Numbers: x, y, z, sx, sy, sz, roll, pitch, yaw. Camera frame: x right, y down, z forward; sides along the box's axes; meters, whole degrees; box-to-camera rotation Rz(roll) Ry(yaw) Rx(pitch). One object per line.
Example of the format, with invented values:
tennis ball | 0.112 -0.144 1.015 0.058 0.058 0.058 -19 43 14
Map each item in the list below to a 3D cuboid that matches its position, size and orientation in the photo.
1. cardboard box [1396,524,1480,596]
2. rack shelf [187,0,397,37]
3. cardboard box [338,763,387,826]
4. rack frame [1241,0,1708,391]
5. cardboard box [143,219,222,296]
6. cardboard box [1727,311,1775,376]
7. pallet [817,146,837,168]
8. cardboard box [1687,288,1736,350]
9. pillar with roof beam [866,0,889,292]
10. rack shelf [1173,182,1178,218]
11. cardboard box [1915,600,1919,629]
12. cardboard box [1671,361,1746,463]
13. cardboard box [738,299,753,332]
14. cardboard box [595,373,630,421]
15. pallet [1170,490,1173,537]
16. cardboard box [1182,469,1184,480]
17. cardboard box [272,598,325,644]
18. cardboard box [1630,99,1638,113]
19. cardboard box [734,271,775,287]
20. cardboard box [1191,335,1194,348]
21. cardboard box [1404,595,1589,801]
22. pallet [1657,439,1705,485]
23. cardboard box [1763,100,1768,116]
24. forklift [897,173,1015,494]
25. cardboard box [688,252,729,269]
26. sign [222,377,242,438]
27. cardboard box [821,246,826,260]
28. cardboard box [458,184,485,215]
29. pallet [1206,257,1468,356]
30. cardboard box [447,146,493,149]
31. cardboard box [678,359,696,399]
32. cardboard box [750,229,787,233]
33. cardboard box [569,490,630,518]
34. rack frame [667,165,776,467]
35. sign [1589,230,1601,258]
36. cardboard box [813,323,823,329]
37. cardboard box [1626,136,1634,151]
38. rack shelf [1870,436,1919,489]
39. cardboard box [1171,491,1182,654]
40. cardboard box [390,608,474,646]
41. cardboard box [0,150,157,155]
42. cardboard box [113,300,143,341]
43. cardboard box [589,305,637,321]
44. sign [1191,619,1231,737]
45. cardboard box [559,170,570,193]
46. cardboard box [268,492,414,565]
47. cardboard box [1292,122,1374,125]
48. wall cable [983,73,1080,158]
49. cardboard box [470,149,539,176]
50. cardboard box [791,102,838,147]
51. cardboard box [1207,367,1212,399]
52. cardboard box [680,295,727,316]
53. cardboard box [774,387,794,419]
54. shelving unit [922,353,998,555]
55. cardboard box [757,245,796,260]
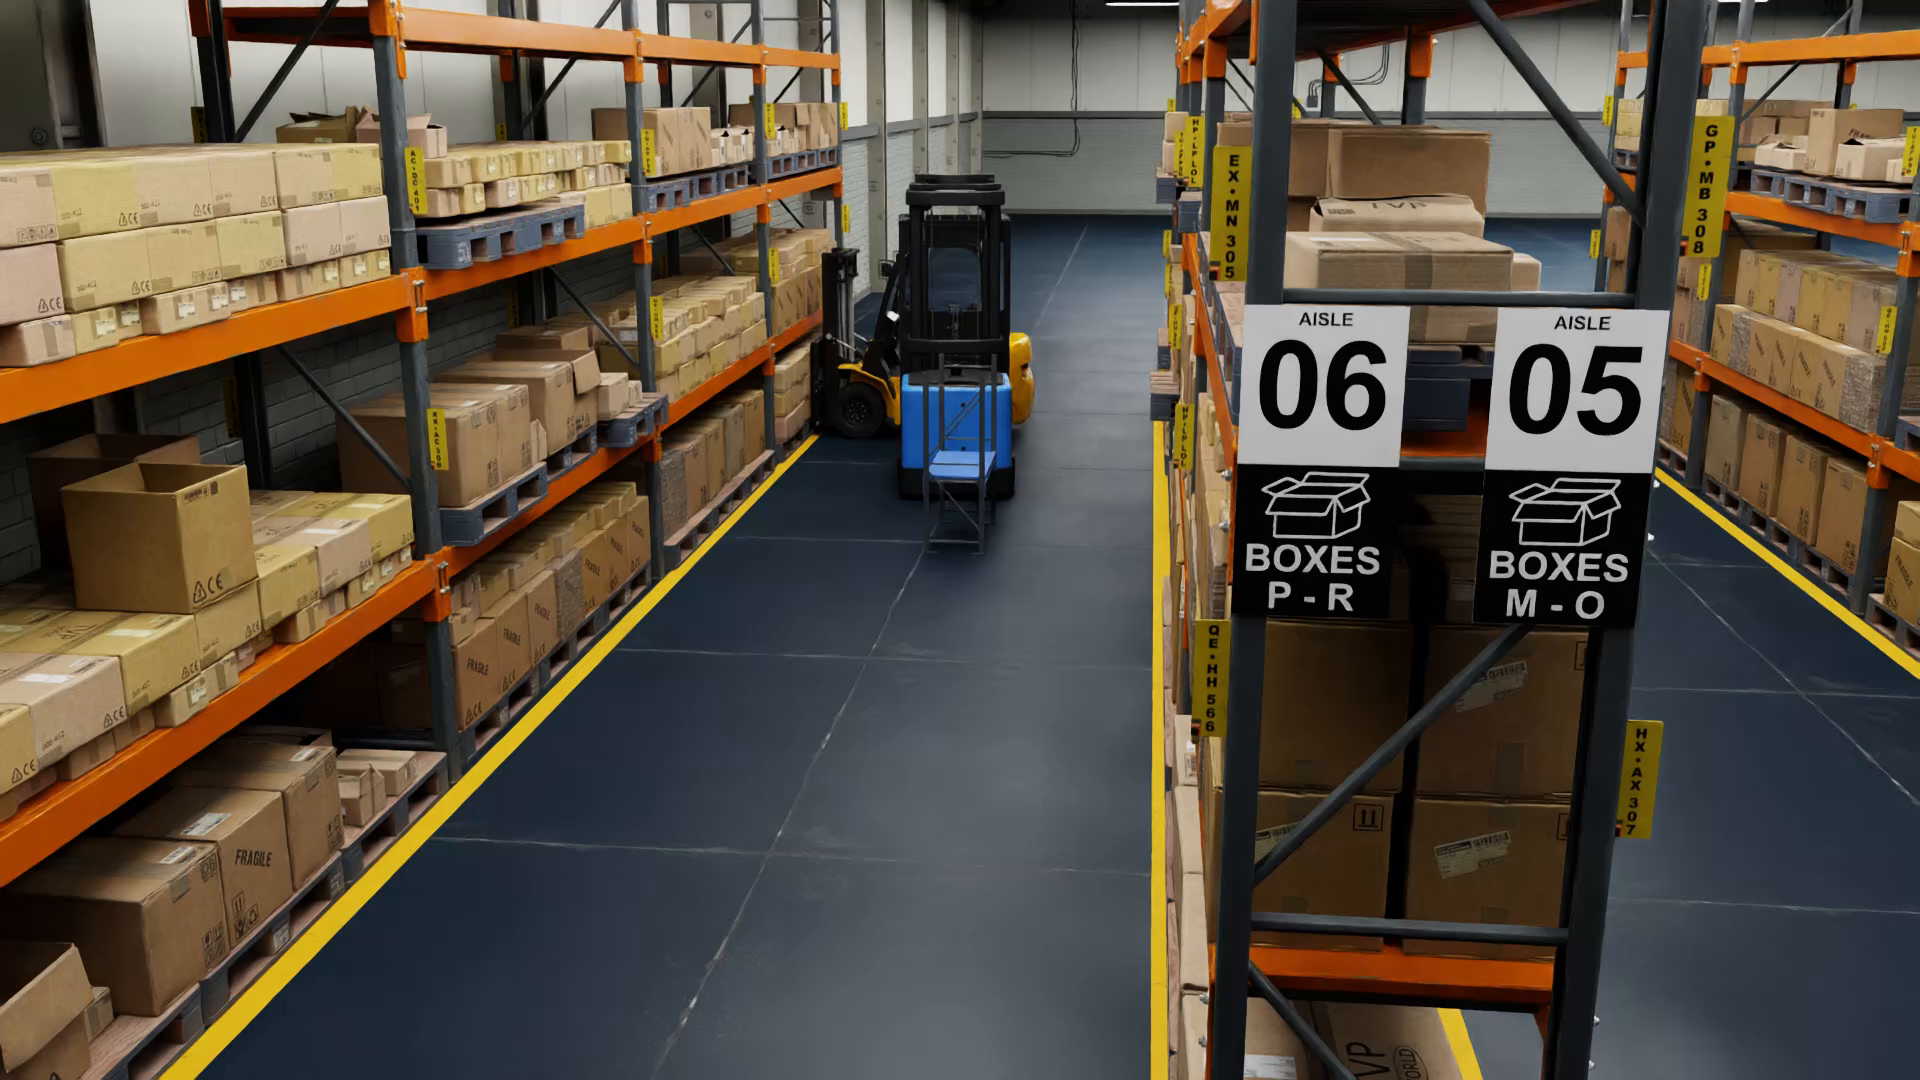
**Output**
cardboard box | 1.477 0.061 4.839 0.380 0.149 0.250 2 15 8
rack shelf | -3.504 -2.152 6.265 1.077 0.370 4.000 2 15 6
cardboard box | -3.089 1.239 8.265 0.396 0.266 0.258 2 15 8
rack frame | 1.203 -1.837 3.715 1.000 3.000 0.127 2 15 6
cardboard box | -3.265 -1.112 6.498 0.500 0.250 0.500 1 15 5
cardboard box | 7.104 -1.722 14.593 0.500 0.500 0.500 2 15 7
pallet | -2.029 -4.458 19.326 1.003 0.211 1.213 2 15 6
cardboard box | 7.517 -2.102 15.901 0.875 0.550 0.550 2 15 6
pillar with roof beam | 2.734 -8.963 30.070 9.100 9.000 0.400 2 15 6
rack shelf | 2.783 -3.672 17.629 1.077 0.370 4.000 2 15 6
cardboard box | 6.649 0.414 10.867 0.500 0.500 0.500 2 15 7
cardboard box | 7.627 -1.272 16.384 0.875 0.875 0.875 2 15 7
cardboard box | -2.227 -2.099 15.506 0.500 0.250 0.500 1 15 5
cardboard box | -2.624 -1.008 11.626 0.500 0.250 0.500 1 15 4
pallet | 2.336 -0.188 14.452 1.003 0.211 1.213 2 15 6
cardboard box | 1.695 -0.554 10.752 0.500 0.250 0.500 2 15 8
cardboard box | -3.134 0.359 7.571 0.380 0.149 0.250 1 15 5
cardboard box | 7.527 -4.725 18.101 0.380 0.149 0.250 1 15 5
cardboard box | -2.078 -2.635 16.725 0.380 0.149 0.250 1 15 5
cardboard box | 1.583 -0.898 9.628 0.500 0.500 0.500 2 15 8
cardboard box | 1.540 0.412 4.784 0.500 0.500 0.500 1 15 5
pallet | 7.651 -0.782 16.651 1.003 0.211 1.213 2 15 6
cardboard box | 7.951 -4.178 16.078 0.380 0.149 0.250 1 15 5
forklift | -0.059 -2.172 16.581 1.130 2.935 3.031 0 15 -1
cardboard box | -2.570 -2.859 16.984 0.380 0.149 0.250 1 15 5
sign | -3.830 -0.698 8.778 0.100 0.325 0.005 2 15 6
cardboard box | -1.774 -3.366 19.430 0.380 0.149 0.250 2 15 7
cardboard box | -2.785 -1.833 8.933 0.380 0.149 0.250 2 15 7
pallet | 1.412 -0.856 6.004 1.003 0.211 1.213 2 15 6
cardboard box | -3.226 -2.455 10.701 0.380 0.149 0.250 2 15 6
cardboard box | -2.472 -1.327 13.609 0.500 0.250 0.500 1 15 5
cardboard box | -2.266 -3.593 19.698 0.380 0.149 0.250 2 15 8
cardboard box | -2.631 -0.263 12.129 0.380 0.149 0.250 1 15 3
rack frame | -2.375 -2.198 16.545 1.000 3.000 0.127 2 15 6
sign | 7.388 -3.445 19.345 0.100 0.325 0.005 2 15 6
cardboard box | -1.666 -2.465 20.080 0.500 0.250 0.500 2 15 8
cardboard box | 7.524 -4.338 18.197 0.380 0.149 0.250 2 15 6
rack shelf | 6.810 -0.030 9.905 1.077 0.370 4.000 2 15 6
cardboard box | 1.841 0.215 10.885 0.875 0.875 0.875 2 15 7
cardboard box | -2.973 0.482 9.374 0.380 0.149 0.250 2 15 9
cardboard box | -3.717 -1.497 6.966 0.500 0.250 0.500 2 15 6
cardboard box | -3.294 -0.819 6.179 0.380 0.149 0.250 2 15 6
cardboard box | -2.917 -1.880 13.935 0.380 0.149 0.250 2 15 6
sign | 0.665 0.366 4.388 0.100 0.325 0.005 2 15 6
cardboard box | -2.793 -2.367 10.946 0.380 0.149 0.250 2 15 7
cardboard box | -3.093 -0.055 8.338 0.500 0.250 0.500 2 15 8
cardboard box | 2.195 -2.249 9.990 0.500 0.500 0.500 2 15 7
wall cable | 2.134 -12.985 50.891 3.097 2.526 0.112 2 15 6
cardboard box | -2.731 -2.245 9.888 0.380 0.149 0.250 2 15 7
cardboard box | -1.732 -4.861 19.458 0.500 0.500 0.500 2 15 8
cardboard box | 1.361 -0.748 7.832 0.380 0.149 0.250 1 15 5
cardboard box | -2.261 -2.061 14.604 0.380 0.149 0.250 1 15 5
cardboard box | -2.014 -1.431 17.214 0.500 0.250 0.500 2 15 6
shelving unit | 0.010 -0.746 14.048 0.538 1.500 1.048 2 15 6
cardboard box | -1.951 -3.046 17.676 0.380 0.149 0.250 1 15 5
